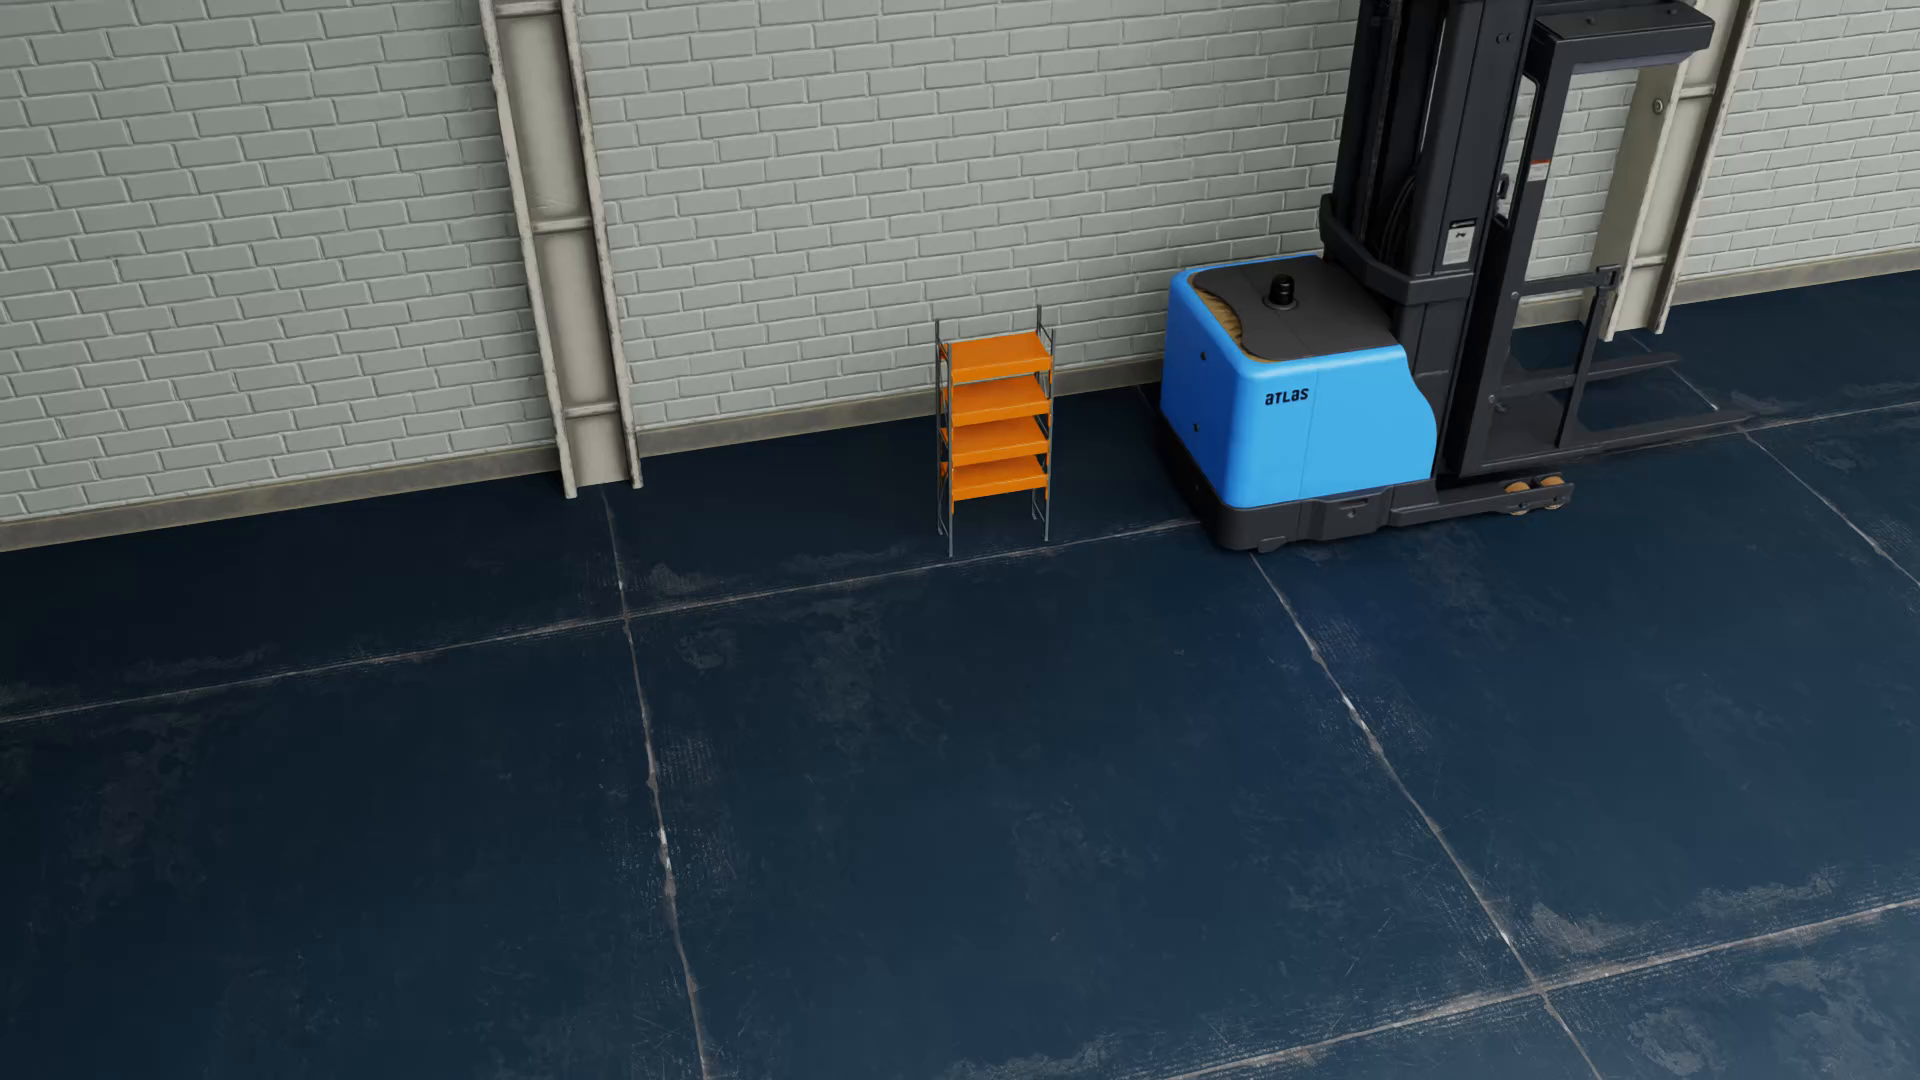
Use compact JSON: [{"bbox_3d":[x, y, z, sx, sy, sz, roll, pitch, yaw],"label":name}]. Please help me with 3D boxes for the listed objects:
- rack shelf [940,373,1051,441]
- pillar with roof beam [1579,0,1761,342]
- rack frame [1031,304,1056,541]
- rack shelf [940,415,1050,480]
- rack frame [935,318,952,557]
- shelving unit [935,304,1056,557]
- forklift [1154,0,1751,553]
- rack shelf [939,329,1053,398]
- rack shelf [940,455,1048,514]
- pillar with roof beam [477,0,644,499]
[{"bbox_3d":[0.160,-0.627,7.804,0.480,0.148,0.258,-9,38,-12],"label":"rack shelf"},{"bbox_3d":[5.050,-2.332,3.871,0.400,9.000,9.100,-9,38,-12],"label":"pillar with roof beam"},{"bbox_3d":[0.395,-0.541,7.950,0.015,1.200,0.240,-9,38,-12],"label":"rack frame"},{"bbox_3d":[0.160,-0.449,7.940,0.480,0.148,0.258,-9,38,-12],"label":"rack shelf"},{"bbox_3d":[-0.076,-0.464,7.849,0.015,1.200,0.240,-9,38,-12],"label":"rack frame"},{"bbox_3d":[0.160,-0.503,7.899,0.503,1.200,0.258,-9,38,-12],"label":"shelving unit"},{"bbox_3d":[2.596,-1.590,7.895,3.031,2.935,1.130,-9,38,-12],"label":"forklift"},{"bbox_3d":[0.160,-0.815,7.660,0.480,0.148,0.258,-9,38,-12],"label":"rack shelf"},{"bbox_3d":[0.160,-0.292,8.061,0.480,0.148,0.258,-9,38,-12],"label":"rack shelf"},{"bbox_3d":[-0.743,-1.381,2.629,0.400,9.000,9.100,-9,38,-12],"label":"pillar with roof beam"}]
